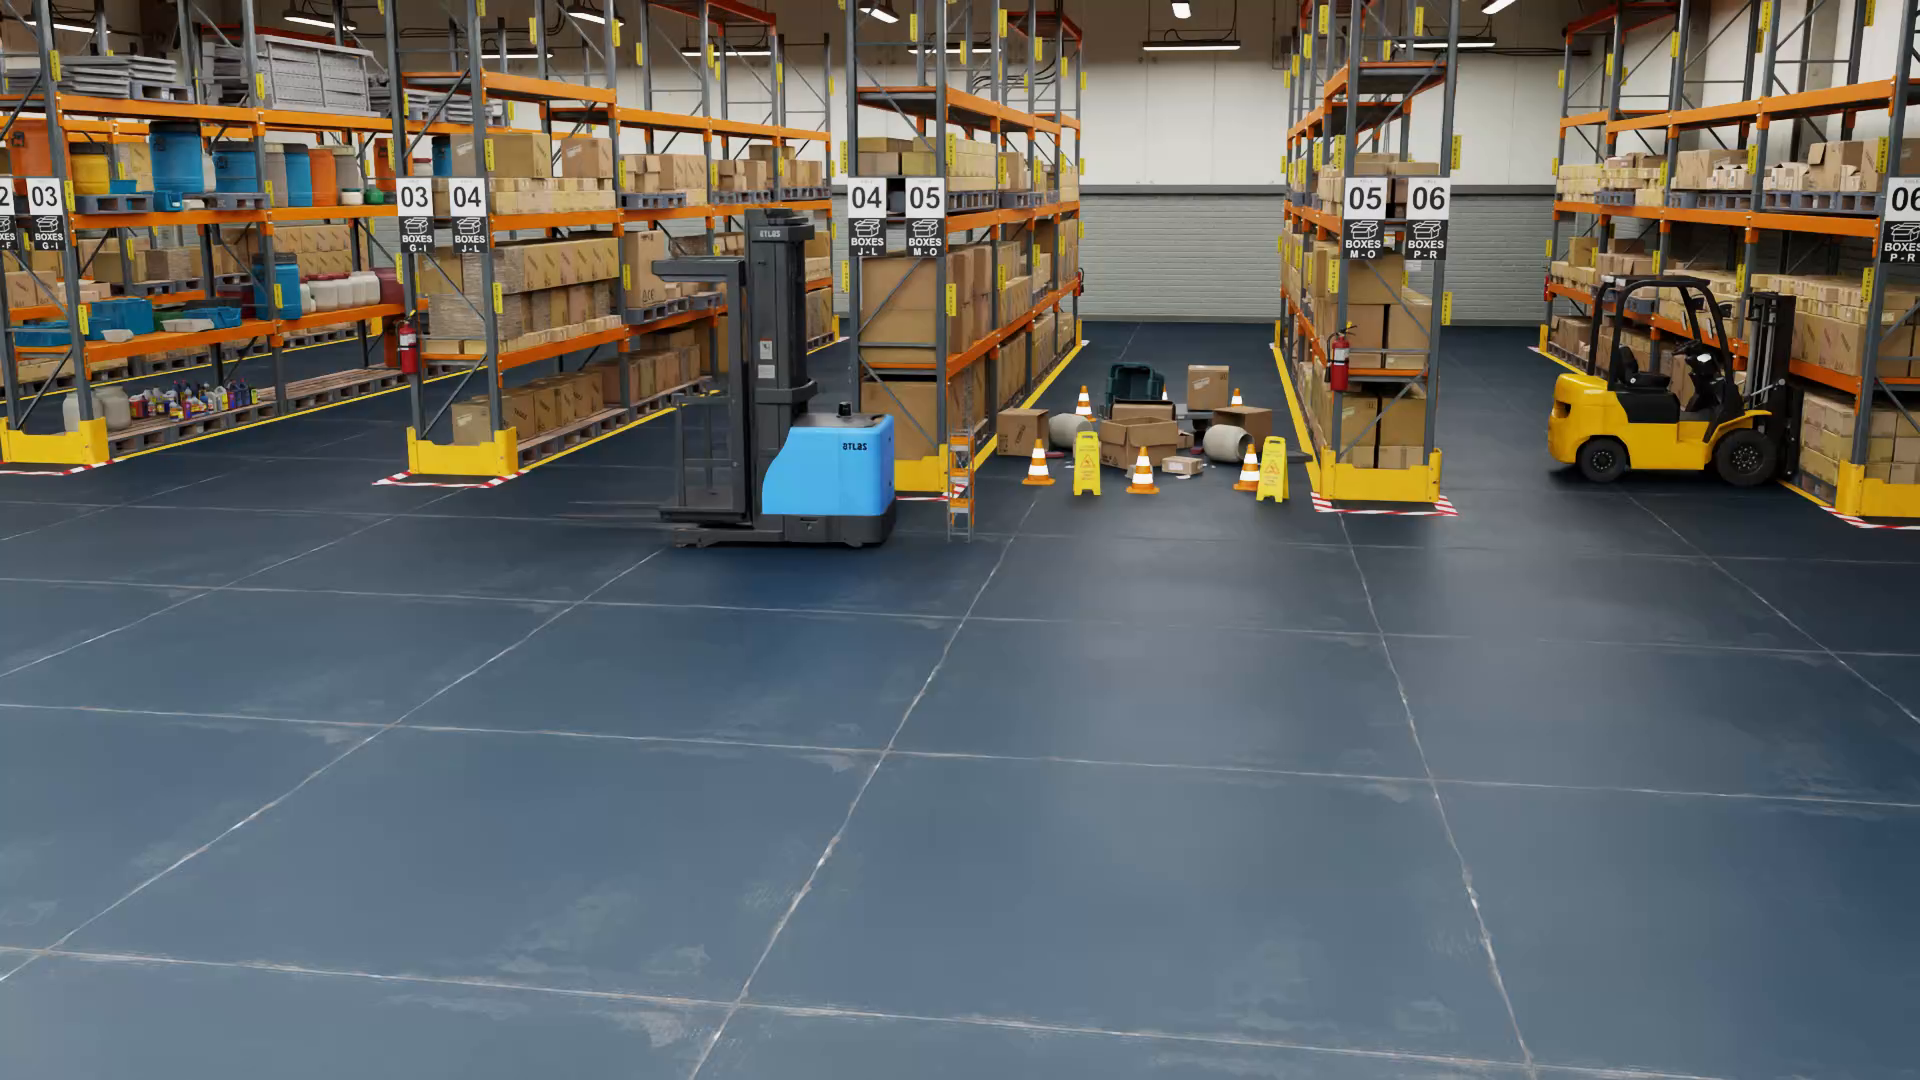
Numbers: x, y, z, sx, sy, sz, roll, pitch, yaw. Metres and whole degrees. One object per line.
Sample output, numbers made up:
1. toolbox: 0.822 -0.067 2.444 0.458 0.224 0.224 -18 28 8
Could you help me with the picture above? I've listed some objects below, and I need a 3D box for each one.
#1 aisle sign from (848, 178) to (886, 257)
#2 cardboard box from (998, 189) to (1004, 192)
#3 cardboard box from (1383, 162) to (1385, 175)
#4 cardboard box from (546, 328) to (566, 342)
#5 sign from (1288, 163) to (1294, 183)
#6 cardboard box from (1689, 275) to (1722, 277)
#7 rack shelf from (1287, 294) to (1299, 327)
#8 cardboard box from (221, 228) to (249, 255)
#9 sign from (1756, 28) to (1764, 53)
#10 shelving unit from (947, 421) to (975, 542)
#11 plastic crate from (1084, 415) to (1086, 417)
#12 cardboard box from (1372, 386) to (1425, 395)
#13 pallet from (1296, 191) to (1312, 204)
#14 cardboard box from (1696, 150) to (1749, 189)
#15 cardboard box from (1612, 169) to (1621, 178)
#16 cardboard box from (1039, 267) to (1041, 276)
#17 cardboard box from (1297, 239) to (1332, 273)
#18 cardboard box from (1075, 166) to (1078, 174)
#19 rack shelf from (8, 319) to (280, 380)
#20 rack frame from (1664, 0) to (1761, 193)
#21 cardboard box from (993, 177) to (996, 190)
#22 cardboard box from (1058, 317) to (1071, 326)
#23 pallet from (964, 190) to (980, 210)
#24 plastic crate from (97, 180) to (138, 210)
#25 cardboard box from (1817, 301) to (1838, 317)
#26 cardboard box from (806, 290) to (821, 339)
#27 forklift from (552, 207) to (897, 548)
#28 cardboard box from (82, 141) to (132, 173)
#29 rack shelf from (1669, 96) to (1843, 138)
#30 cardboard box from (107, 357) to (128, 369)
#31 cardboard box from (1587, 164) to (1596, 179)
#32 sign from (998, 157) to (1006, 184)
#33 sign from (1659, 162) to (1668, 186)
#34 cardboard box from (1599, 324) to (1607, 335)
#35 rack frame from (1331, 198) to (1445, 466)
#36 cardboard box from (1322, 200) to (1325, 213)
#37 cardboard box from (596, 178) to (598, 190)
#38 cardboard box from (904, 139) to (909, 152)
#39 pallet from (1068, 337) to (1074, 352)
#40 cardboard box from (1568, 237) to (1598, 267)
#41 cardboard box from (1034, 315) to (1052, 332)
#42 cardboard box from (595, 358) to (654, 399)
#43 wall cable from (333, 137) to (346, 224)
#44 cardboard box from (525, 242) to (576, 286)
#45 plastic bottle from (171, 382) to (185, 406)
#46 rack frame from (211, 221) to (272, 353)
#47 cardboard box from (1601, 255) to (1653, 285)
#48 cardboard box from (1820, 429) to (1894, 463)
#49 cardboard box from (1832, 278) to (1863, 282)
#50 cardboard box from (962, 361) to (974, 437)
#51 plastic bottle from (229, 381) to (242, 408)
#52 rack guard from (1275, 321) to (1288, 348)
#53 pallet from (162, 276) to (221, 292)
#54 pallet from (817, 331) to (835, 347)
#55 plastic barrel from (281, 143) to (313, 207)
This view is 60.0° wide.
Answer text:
1. aisle sign: -0.947 -3.289 16.964 0.394 0.787 0.004 2 12 9
2. cardboard box: 0.427 -5.331 25.252 0.500 0.500 0.500 2 12 9
3. cardboard box: 4.105 -3.750 16.856 0.380 0.149 0.250 2 12 10
4. cardboard box: -4.919 -2.443 19.805 0.380 0.149 0.250 2 12 9
5. sign: 5.564 -6.157 27.909 0.100 0.325 0.005 2 12 9
6. cardboard box: 9.874 -3.429 22.009 0.380 0.149 0.250 2 12 10
7. rack shelf: 5.805 -3.614 26.350 1.077 0.370 4.000 2 12 9
8. cardboard box: -13.646 -5.676 31.600 0.500 0.500 0.500 2 12 9
9. sign: 10.951 -6.839 22.772 0.100 0.325 0.005 2 12 9
10. shelving unit: 0.008 -0.524 14.934 0.215 1.050 0.252 2 12 9
11. plastic crate: 1.243 -1.431 21.050 0.450 0.188 0.662 -3 8 40
12. cardboard box: 4.743 -1.384 18.048 0.500 0.500 0.500 1 12 7
13. pallet: 5.713 -5.292 25.757 1.003 0.211 1.213 2 12 11
14. cardboard box: 9.894 -4.804 21.572 0.500 0.500 0.500 2 12 10
15. cardboard box: 10.473 -5.753 26.105 0.380 0.149 0.250 2 12 8
16. cardboard box: 1.098 -4.335 26.882 0.380 0.149 0.250 2 12 11
17. cardboard box: 5.389 -4.310 25.262 0.500 0.500 0.500 2 12 10
18. cardboard box: 2.060 -7.107 31.956 0.380 0.149 0.250 2 12 8
19. rack shelf: -10.112 -2.430 20.857 1.077 0.370 4.000 2 12 9
20. rack frame: 10.402 -6.322 22.967 1.000 3.000 0.127 2 12 9
21. cardboard box: 0.235 -4.367 20.381 0.380 0.149 0.250 2 12 8
22. cardboard box: 1.891 -4.120 31.348 0.380 0.149 0.250 2 12 11
23. pallet: -0.351 -3.856 18.855 1.003 0.211 1.213 2 12 9
24. plastic crate: -10.424 -4.231 20.422 0.392 0.384 0.575 2 12 9
25. cardboard box: 9.103 -2.386 17.166 0.380 0.149 0.250 1 12 7
26. cardboard box: -3.224 -4.377 32.230 0.875 0.875 0.875 2 12 9
27. forklift: -2.138 -1.475 14.882 3.031 2.935 1.130 1 12 5
28. cardboard box: -14.009 -6.287 27.314 0.500 0.500 0.500 2 12 9
29. rack shelf: 10.095 -5.358 21.154 1.077 0.370 4.000 2 12 9
30. cardboard box: -13.923 -2.936 27.026 0.500 0.250 0.500 2 12 10
31. cardboard box: 10.927 -6.223 28.094 0.500 0.250 0.500 2 12 8
32. sign: 0.524 -4.596 20.664 0.100 0.325 0.005 2 12 9
33. sign: 9.867 -5.126 23.313 0.100 0.325 0.005 2 12 9
34. cardboard box: 10.700 -3.456 27.307 0.380 0.149 0.250 2 12 11
35. rack frame: 4.267 -1.884 16.615 1.000 3.000 0.127 2 12 9
36. cardboard box: 4.494 -3.950 19.681 0.380 0.149 0.250 2 12 9
37. cardboard box: -4.806 -4.496 21.024 0.380 0.149 0.250 2 12 9
38. cardboard box: -0.766 -4.303 18.189 0.380 0.149 0.250 2 12 9
39. pallet: 1.649 -3.807 32.157 1.003 0.211 1.213 2 12 9
40. cardboard box: 11.066 -5.095 29.386 0.500 0.500 0.500 2 12 10
41. cardboard box: 1.249 -3.601 27.741 0.500 0.250 0.500 2 12 11
42. cardboard box: -4.702 -2.257 23.233 0.700 0.500 0.500 2 12 8
43. wall cable: -16.525 -8.598 40.898 3.097 2.526 0.112 2 12 9
44. cardboard box: -4.941 -3.306 19.897 0.500 0.500 0.500 2 12 9
45. plastic bottle: -10.367 -1.924 22.046 0.144 0.351 0.185 1 12 6
46. rack frame: -13.468 -5.025 31.189 1.000 3.000 0.127 2 12 9
47. cardboard box: 10.643 -4.275 26.475 0.700 0.500 0.500 2 12 9
48. cardboard box: 8.938 -0.941 16.582 0.500 0.250 0.500 2 12 8
49. cardboard box: 9.953 -2.831 18.527 0.380 0.149 0.250 2 12 8
50. cardboard box: -0.325 -1.706 19.836 0.875 0.875 0.875 2 12 9
51. plastic bottle: -9.648 -1.935 22.095 0.144 0.351 0.185 1 12 6
52. rack guard: 6.731 -3.998 32.356 1.175 0.500 0.348 2 12 9
53. pallet: -13.788 -4.503 29.224 1.003 0.211 1.213 2 12 9
54. pallet: -3.110 -4.003 33.069 1.003 0.211 1.213 2 12 9
55. plastic barrel: -9.739 -5.295 24.132 0.600 0.901 0.708 2 12 9
